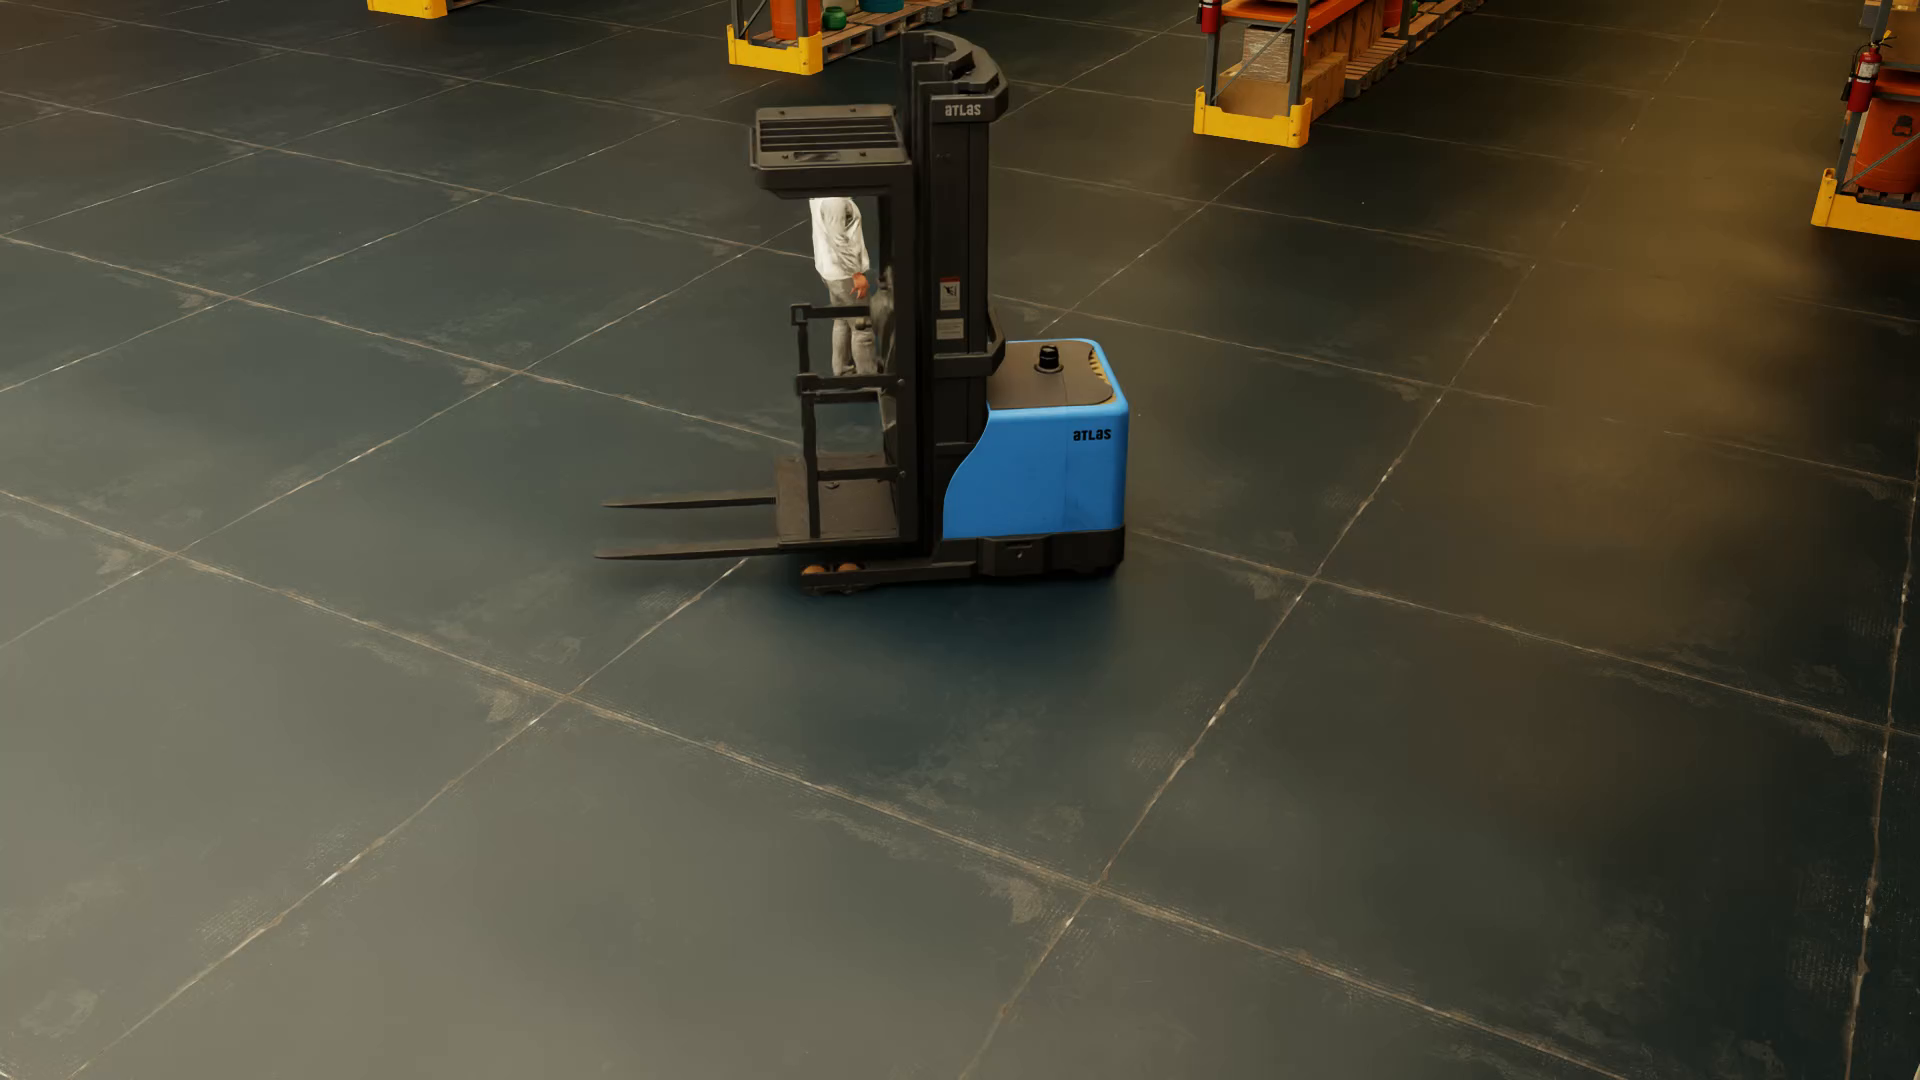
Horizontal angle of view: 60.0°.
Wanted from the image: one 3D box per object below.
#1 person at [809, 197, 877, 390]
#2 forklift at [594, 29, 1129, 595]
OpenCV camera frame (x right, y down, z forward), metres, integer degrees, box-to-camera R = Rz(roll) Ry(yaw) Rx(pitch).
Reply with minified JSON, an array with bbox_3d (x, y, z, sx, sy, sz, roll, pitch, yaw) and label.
[{"bbox_3d":[-0.729,-1.879,11.479,0.559,1.779,0.656,-10,32,-17],"label":"person"},{"bbox_3d":[-0.604,-1.234,9.208,3.031,2.935,1.130,-3,30,-6],"label":"forklift"}]
